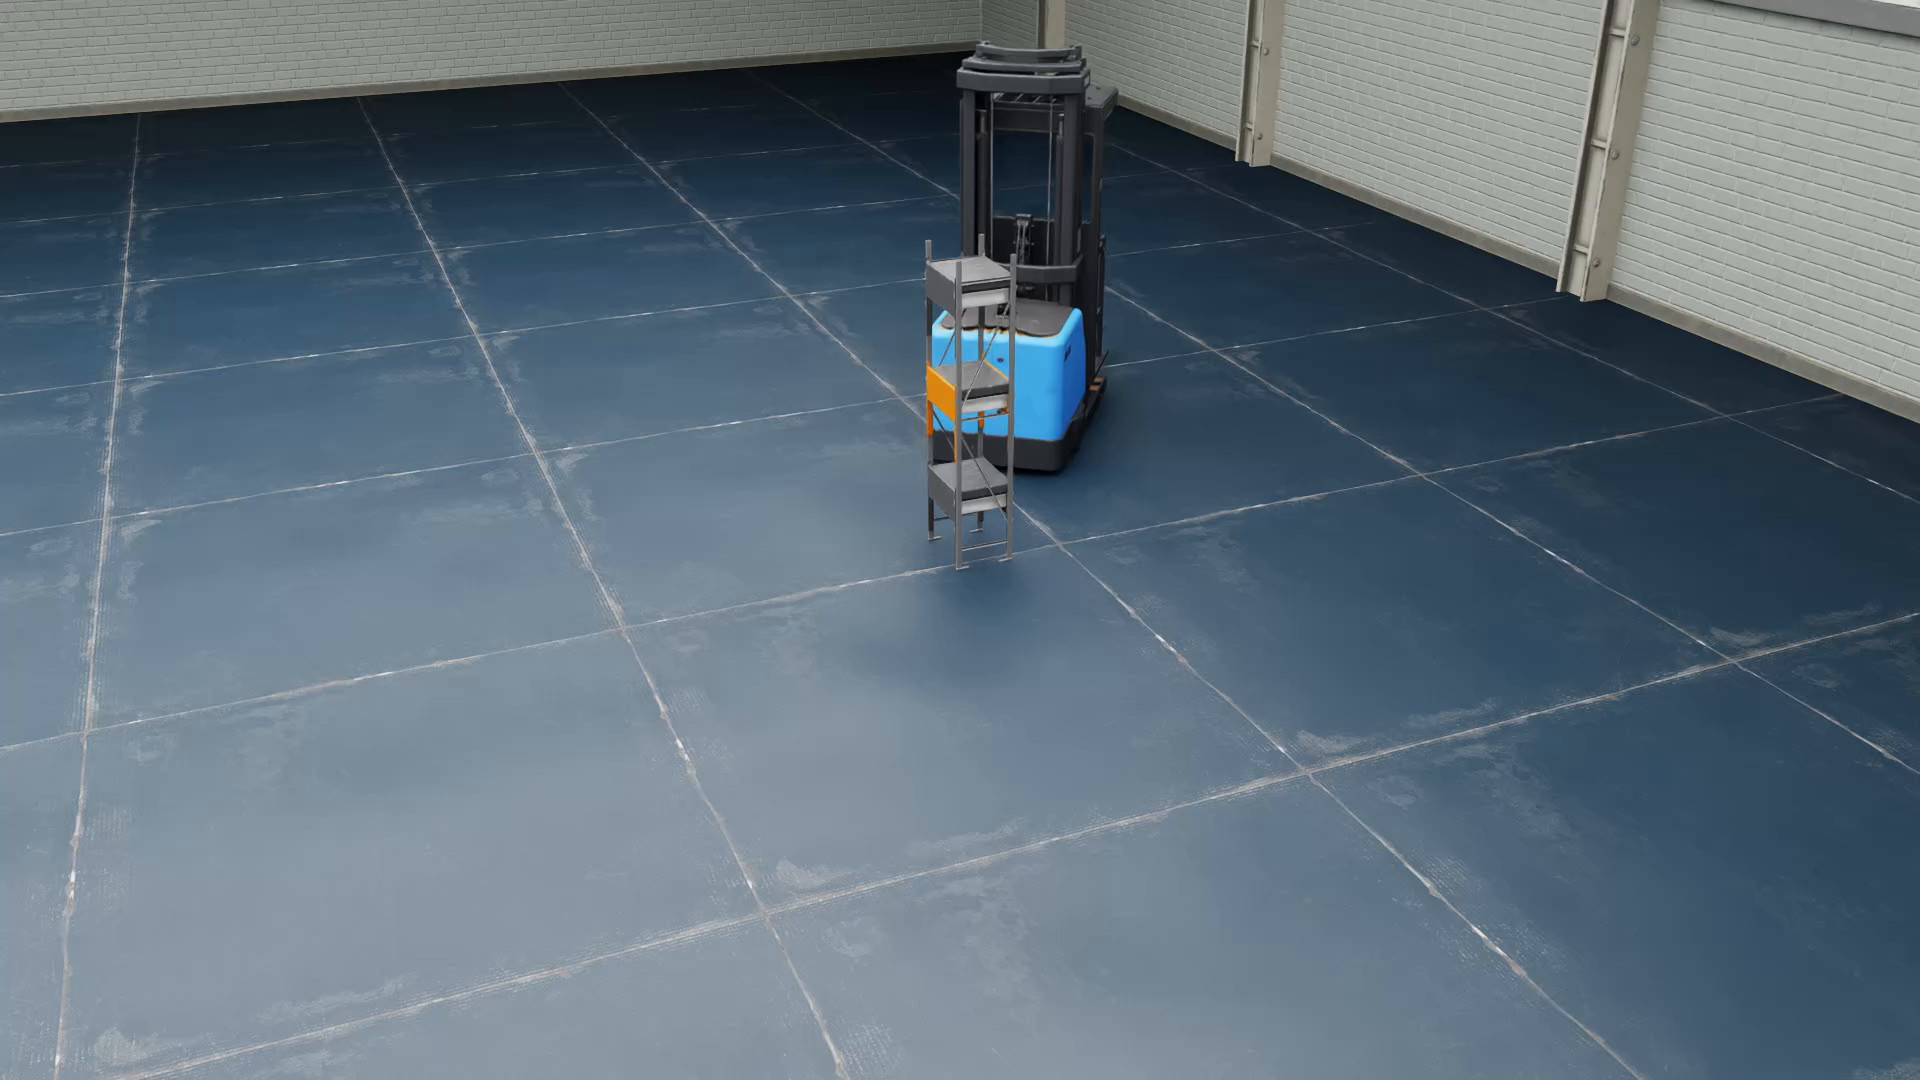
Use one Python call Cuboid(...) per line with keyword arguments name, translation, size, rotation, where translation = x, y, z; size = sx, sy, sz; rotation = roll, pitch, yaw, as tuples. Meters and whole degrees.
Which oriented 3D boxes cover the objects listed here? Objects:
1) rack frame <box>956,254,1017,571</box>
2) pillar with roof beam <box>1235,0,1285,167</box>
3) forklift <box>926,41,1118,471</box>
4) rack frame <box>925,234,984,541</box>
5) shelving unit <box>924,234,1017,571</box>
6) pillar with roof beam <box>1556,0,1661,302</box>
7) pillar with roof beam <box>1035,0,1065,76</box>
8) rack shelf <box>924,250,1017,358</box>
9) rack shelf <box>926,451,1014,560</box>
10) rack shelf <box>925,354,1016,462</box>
Cuboid(name="rack frame", translation=(0.160, -0.778, 10.597), size=(0.400, 2.100, 0.015), rotation=(-11, 28, -21))
Cuboid(name="pillar with roof beam", translation=(-0.202, -8.141, 17.813), size=(9.100, 9.000, 0.400), rotation=(-11, 28, -21))
Cuboid(name="forklift", translation=(0.598, -2.452, 13.078), size=(1.130, 2.935, 3.031), rotation=(6, 27, 13))
Cuboid(name="rack frame", translation=(-0.031, -0.975, 11.000), size=(0.400, 2.100, 0.015), rotation=(-11, 28, -21))
Cuboid(name="shelving unit", translation=(0.065, -0.877, 10.799), size=(0.431, 2.100, 0.503), rotation=(-11, 28, -21))
Cuboid(name="pillar with roof beam", translation=(2.148, -5.719, 12.852), size=(9.100, 9.000, 0.400), rotation=(-11, 28, -21))
Cuboid(name="pillar with roof beam", translation=(-2.551, -10.563, 22.774), size=(9.100, 9.000, 0.400), rotation=(-11, 28, -21))
Cuboid(name="rack shelf", translation=(0.065, -1.493, 10.497), size=(0.431, 0.518, 0.480), rotation=(-11, 28, -21))
Cuboid(name="rack shelf", translation=(0.065, -0.235, 11.112), size=(0.431, 0.518, 0.480), rotation=(-11, 28, -21))
Cuboid(name="rack shelf", translation=(0.065, -0.864, 10.805), size=(0.431, 0.518, 0.480), rotation=(-11, 28, -21))
